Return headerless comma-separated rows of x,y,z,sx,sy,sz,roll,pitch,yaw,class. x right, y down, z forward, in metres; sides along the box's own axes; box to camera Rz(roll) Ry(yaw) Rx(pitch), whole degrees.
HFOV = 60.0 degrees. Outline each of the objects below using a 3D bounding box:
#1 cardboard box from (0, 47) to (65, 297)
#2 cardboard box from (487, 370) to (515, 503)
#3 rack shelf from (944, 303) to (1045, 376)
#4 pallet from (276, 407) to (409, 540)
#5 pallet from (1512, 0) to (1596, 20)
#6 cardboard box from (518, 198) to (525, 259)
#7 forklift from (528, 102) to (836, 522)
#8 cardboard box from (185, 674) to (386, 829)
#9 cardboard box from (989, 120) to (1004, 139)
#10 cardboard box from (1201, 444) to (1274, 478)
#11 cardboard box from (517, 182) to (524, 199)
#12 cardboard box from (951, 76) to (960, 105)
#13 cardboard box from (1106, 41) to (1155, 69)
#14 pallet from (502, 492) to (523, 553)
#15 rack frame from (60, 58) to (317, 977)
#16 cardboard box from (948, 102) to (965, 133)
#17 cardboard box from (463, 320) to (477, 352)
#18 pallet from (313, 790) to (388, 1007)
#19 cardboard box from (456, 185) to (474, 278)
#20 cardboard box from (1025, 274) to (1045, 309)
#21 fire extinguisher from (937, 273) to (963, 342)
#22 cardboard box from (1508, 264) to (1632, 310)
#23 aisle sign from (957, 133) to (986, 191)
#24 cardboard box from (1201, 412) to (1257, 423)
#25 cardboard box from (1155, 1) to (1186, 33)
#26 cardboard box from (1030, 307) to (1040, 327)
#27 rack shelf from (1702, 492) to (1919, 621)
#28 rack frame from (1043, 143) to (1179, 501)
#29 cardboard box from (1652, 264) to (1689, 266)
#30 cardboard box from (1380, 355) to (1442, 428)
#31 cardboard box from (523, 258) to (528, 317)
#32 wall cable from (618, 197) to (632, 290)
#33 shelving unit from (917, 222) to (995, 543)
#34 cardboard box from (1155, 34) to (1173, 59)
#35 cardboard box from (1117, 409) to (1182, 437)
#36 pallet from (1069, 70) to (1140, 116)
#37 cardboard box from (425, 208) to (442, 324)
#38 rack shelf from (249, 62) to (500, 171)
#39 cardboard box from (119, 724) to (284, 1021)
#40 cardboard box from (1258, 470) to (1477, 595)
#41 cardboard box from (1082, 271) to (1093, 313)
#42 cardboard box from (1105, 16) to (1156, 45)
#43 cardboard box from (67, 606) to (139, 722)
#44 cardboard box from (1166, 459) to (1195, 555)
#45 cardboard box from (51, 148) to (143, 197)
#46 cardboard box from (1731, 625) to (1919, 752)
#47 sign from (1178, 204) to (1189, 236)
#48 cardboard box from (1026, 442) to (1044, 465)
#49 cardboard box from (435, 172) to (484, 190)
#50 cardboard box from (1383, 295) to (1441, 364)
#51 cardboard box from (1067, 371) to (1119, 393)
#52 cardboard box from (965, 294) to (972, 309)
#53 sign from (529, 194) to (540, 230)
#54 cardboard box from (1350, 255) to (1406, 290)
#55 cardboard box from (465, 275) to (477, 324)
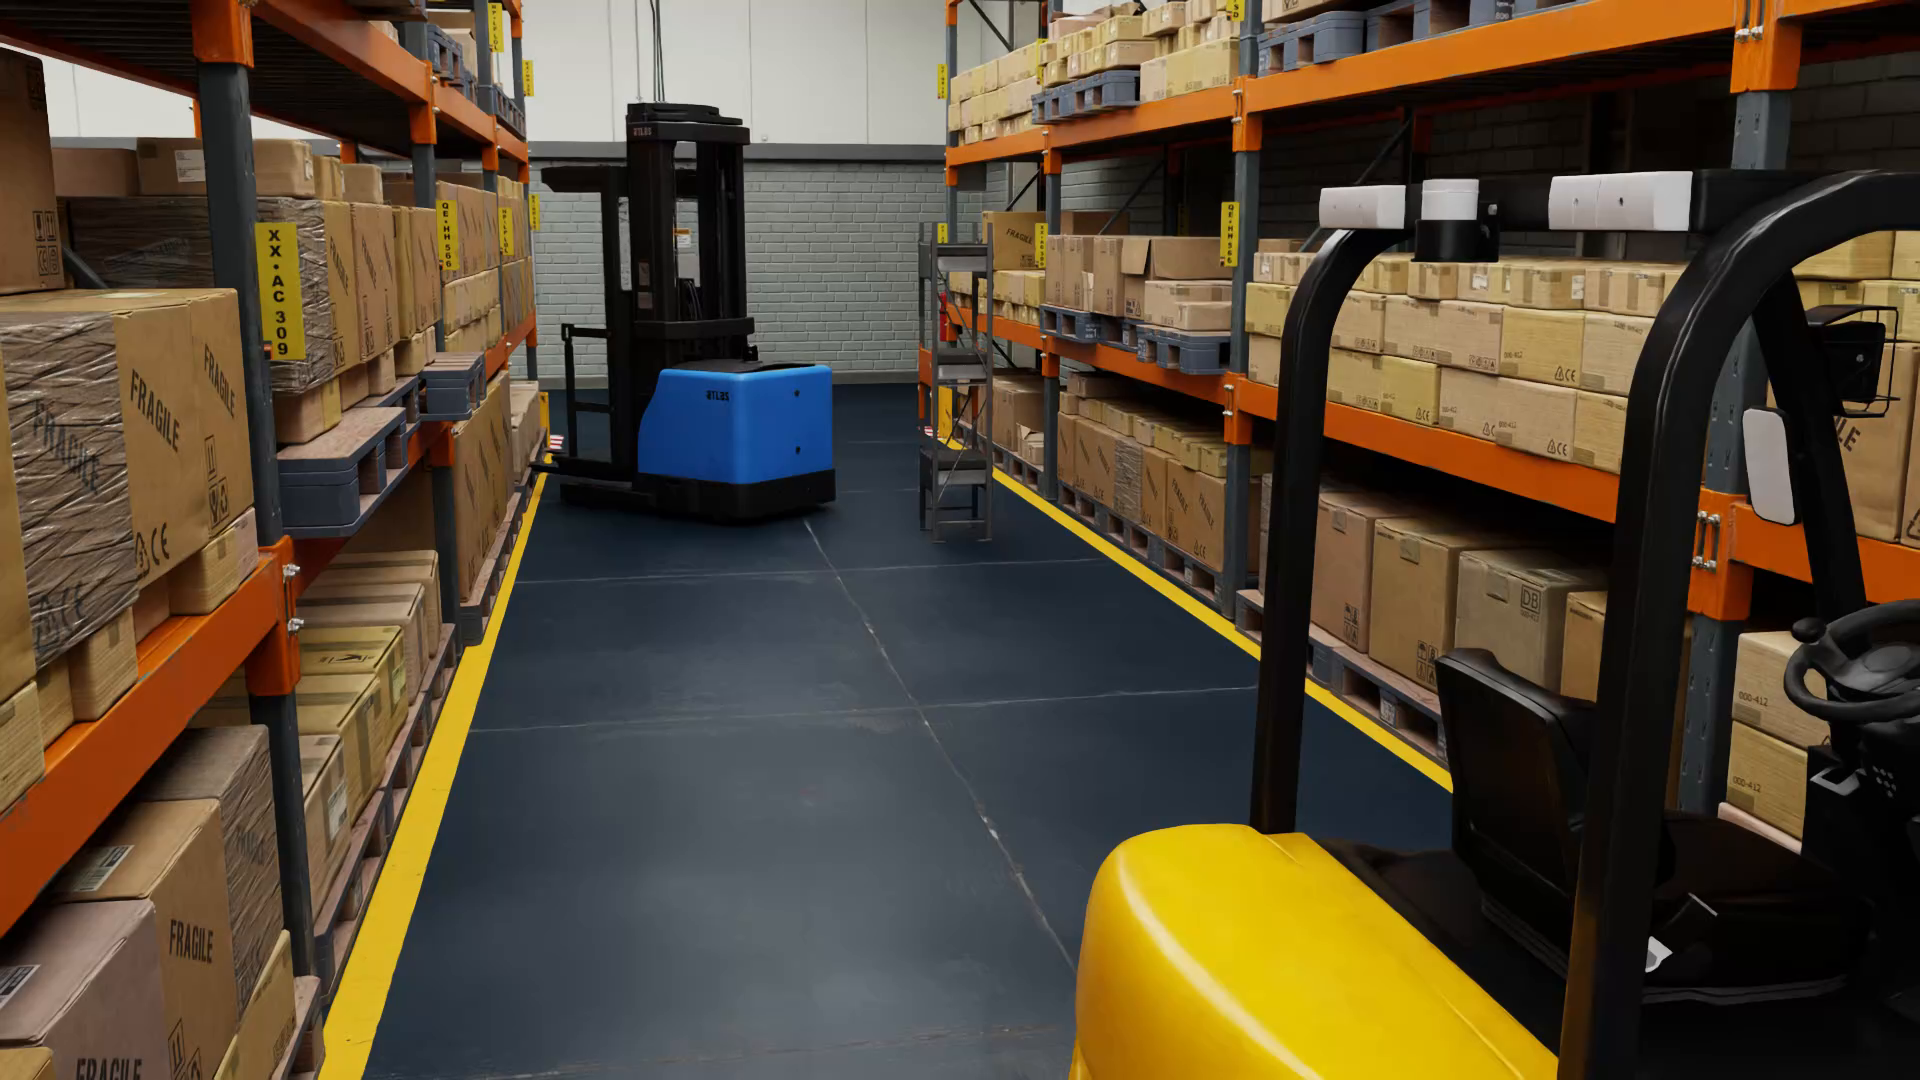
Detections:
-2.296,-0.749,3.371,0.700,0.500,0.500,-2,11,-12,cardboard box
-3.525,-0.670,11.253,0.875,0.875,0.875,-2,11,-9,cardboard box
0.755,-1.813,14.623,1.077,0.370,4.000,-2,11,-11,rack shelf
-2.175,-0.202,4.749,1.003,0.211,1.213,-2,11,-11,pallet
2.515,-1.873,5.504,0.805,0.209,1.217,-3,11,-13,pallet
-3.952,-2.627,14.033,0.500,0.500,0.500,-2,11,-11,cardboard box
-2.414,-1.759,12.597,3.031,2.935,1.130,8,13,35,forklift
-2.416,0.706,5.371,0.950,0.372,0.625,-1,11,-7,cardboard box
0.456,-3.486,14.139,0.380,0.149,0.250,-2,11,-10,cardboard box
1.577,-0.444,9.335,0.380,0.149,0.250,-3,11,-14,cardboard box
-4.031,-3.062,14.587,0.380,0.149,0.250,-2,11,-12,cardboard box
0.206,-4.234,15.666,0.500,0.250,0.500,-2,11,-12,cardboard box
1.136,-3.055,10.482,0.380,0.149,0.250,-2,11,-10,cardboard box
-3.501,-0.110,11.208,1.003,0.211,1.213,-2,11,-11,pallet
-2.169,-0.151,3.967,1.000,3.000,0.127,-2,11,-11,rack frame
0.184,-3.988,15.708,0.500,0.250,0.500,-2,11,-12,cardboard box
-3.008,-1.100,9.353,0.500,0.250,0.500,-2,11,-9,cardboard box
-2.321,1.076,4.978,1.003,0.211,1.213,-2,11,-11,pallet
-2.994,-1.710,9.218,0.500,0.500,0.500,-2,11,-9,cardboard box
0.805,-1.956,13.058,0.500,0.250,0.500,-2,11,-10,cardboard box
-0.116,-2.322,16.578,0.296,0.674,0.183,-2,11,-11,fire extinguisher
2.170,-0.891,5.855,0.380,0.149,0.250,-2,11,-13,cardboard box
0.064,-3.812,16.249,0.394,0.787,0.004,-2,11,-11,aisle sign
1.811,-0.756,10.974,0.380,0.149,0.250,-3,11,-13,cardboard box
1.364,-3.052,9.725,0.380,0.149,0.250,-2,11,-12,cardboard box
0.762,-1.772,13.157,0.380,0.149,0.250,-2,11,-9,cardboard box
3.089,0.388,3.059,1.077,0.370,4.000,-2,11,-11,rack shelf
1.144,-1.799,12.628,1.000,3.000,0.127,-2,11,-11,rack frame
2.723,-0.915,5.980,0.380,0.149,0.250,-2,11,-12,cardboard box
2.067,-0.620,6.833,0.500,0.250,0.500,-2,11,-9,cardboard box
-3.957,-2.136,14.127,0.500,0.500,0.500,-2,11,-9,cardboard box
-4.233,-3.938,21.147,0.588,1.984,0.122,-2,11,-11,wall cable
-0.032,-1.062,11.160,0.431,2.100,0.503,-2,11,-11,shelving unit
1.392,-2.955,10.010,0.380,0.149,0.250,-2,11,-9,cardboard box
1.268,-0.784,11.119,0.380,0.149,0.250,-2,11,-9,cardboard box
1.406,-2.868,10.725,1.213,0.211,1.003,-2,11,-11,pallet
-2.585,-1.213,7.360,0.500,0.500,0.500,-2,11,-13,cardboard box
-3.336,-2.372,9.536,1.077,0.370,4.000,-2,11,-11,rack shelf
-1.790,0.724,3.596,0.500,0.500,0.500,-2,11,-12,cardboard box
2.030,0.009,8.353,0.875,0.625,0.625,-2,11,-9,cardboard box
1.037,-1.671,11.189,0.396,0.266,0.258,-2,11,-8,cardboard box
1.129,-3.200,10.450,0.380,0.149,0.250,-2,11,-11,cardboard box
-1.606,0.207,2.761,0.380,0.149,0.250,-2,11,-12,cardboard box
1.541,-0.206,9.819,0.500,0.500,0.500,-2,11,-12,cardboard box
-2.627,-1.074,4.893,0.380,0.149,0.250,-2,11,-13,cardboard box
2.486,0.421,4.517,0.500,0.250,0.500,-2,11,-12,cardboard box
1.687,-2.389,12.629,0.100,0.325,0.005,-2,11,-11,sign
0.747,-0.697,13.336,0.380,0.149,0.250,-2,11,-13,cardboard box
-3.531,-2.544,11.866,0.380,0.149,0.250,-2,11,-12,cardboard box
2.073,-0.866,6.789,0.500,0.250,0.500,-2,11,-10,cardboard box
1.012,-1.169,12.349,0.380,0.149,0.250,-2,11,-12,cardboard box
0.255,-2.294,15.901,0.380,0.149,0.250,-2,11,-10,cardboard box
-3.968,-3.054,15.490,0.100,0.325,0.005,-2,11,-11,sign
1.886,-1.222,7.591,0.380,0.149,0.250,-2,11,-10,cardboard box
-2.987,-1.345,9.305,0.500,0.250,0.500,-2,11,-11,cardboard box
